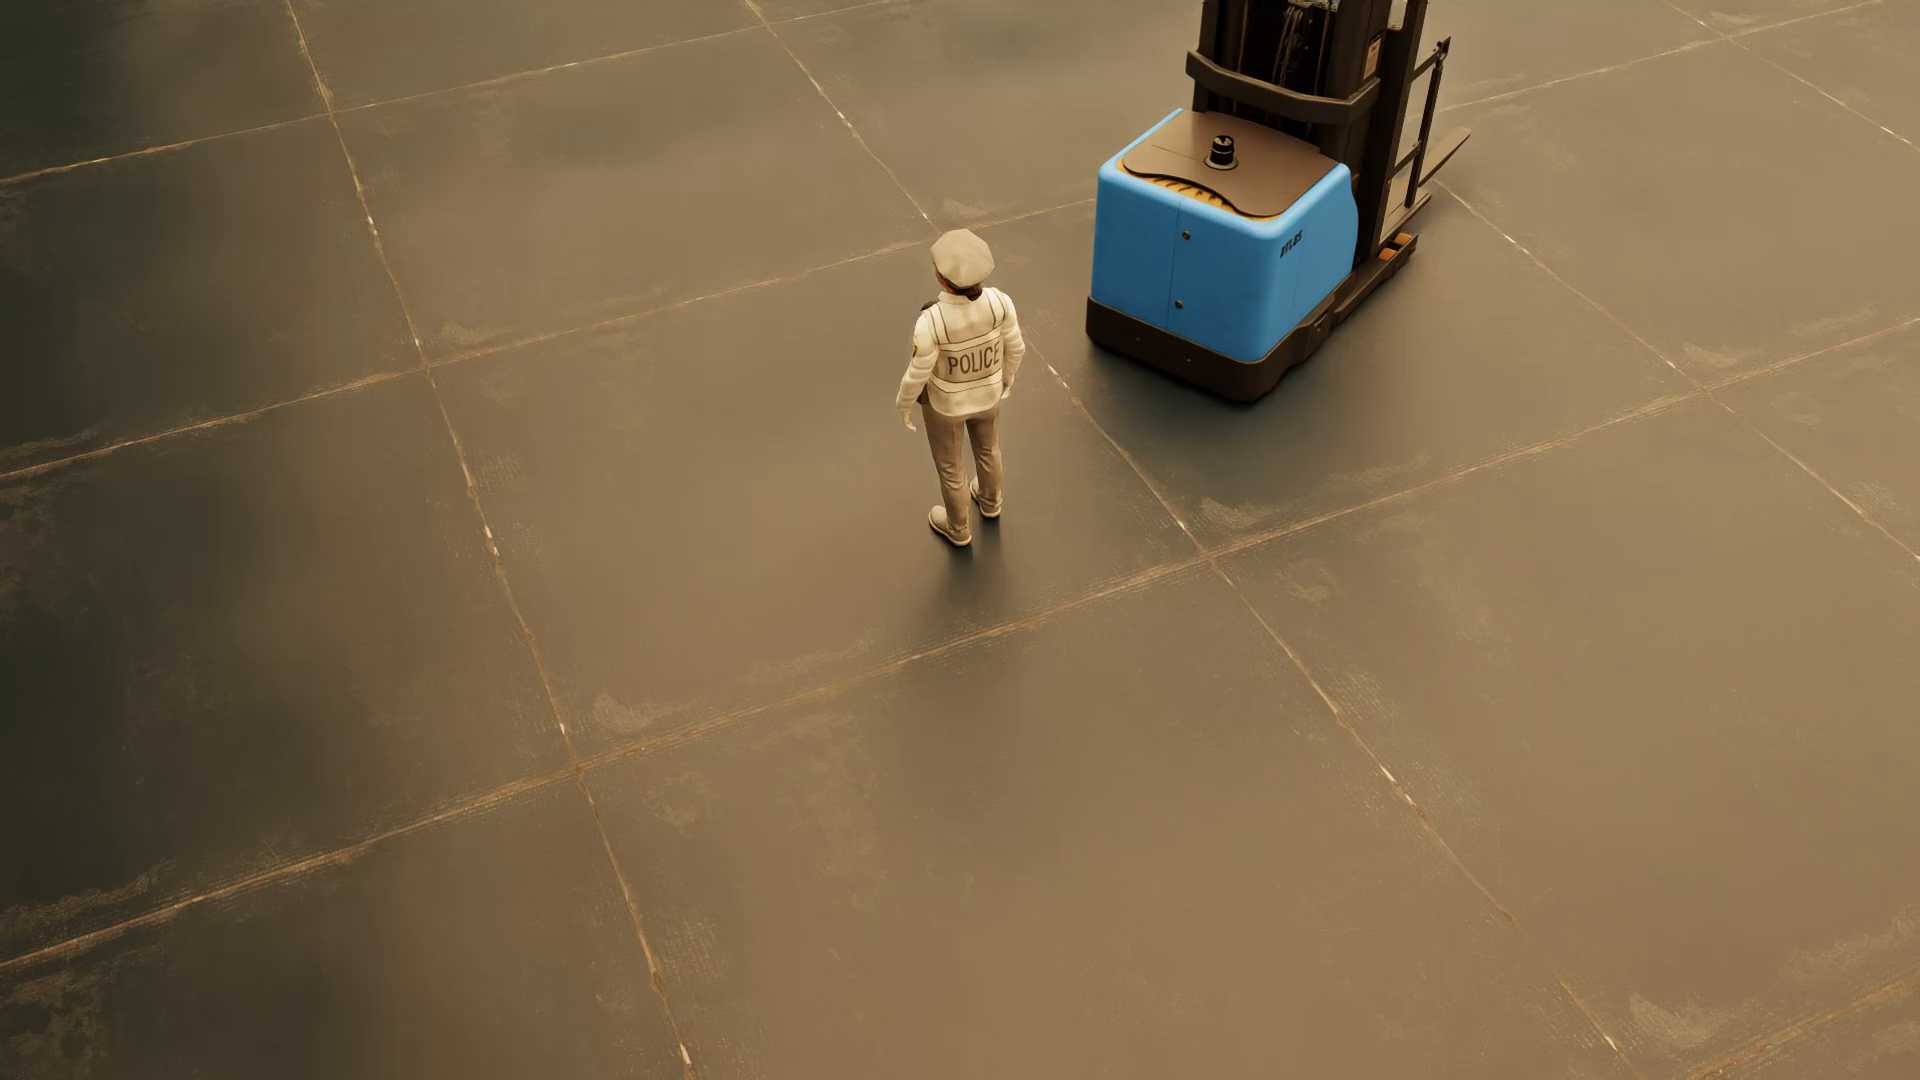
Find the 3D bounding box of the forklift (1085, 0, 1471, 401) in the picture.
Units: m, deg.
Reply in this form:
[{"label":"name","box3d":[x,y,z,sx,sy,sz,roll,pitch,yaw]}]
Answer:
[{"label":"forklift","box3d":[1.959,-2.738,8.614,1.130,2.935,3.031,27,49,26]}]

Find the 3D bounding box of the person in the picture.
[{"label":"person","box3d":[-0.022,-0.668,7.292,0.587,1.696,0.534,-18,46,-18]}]
